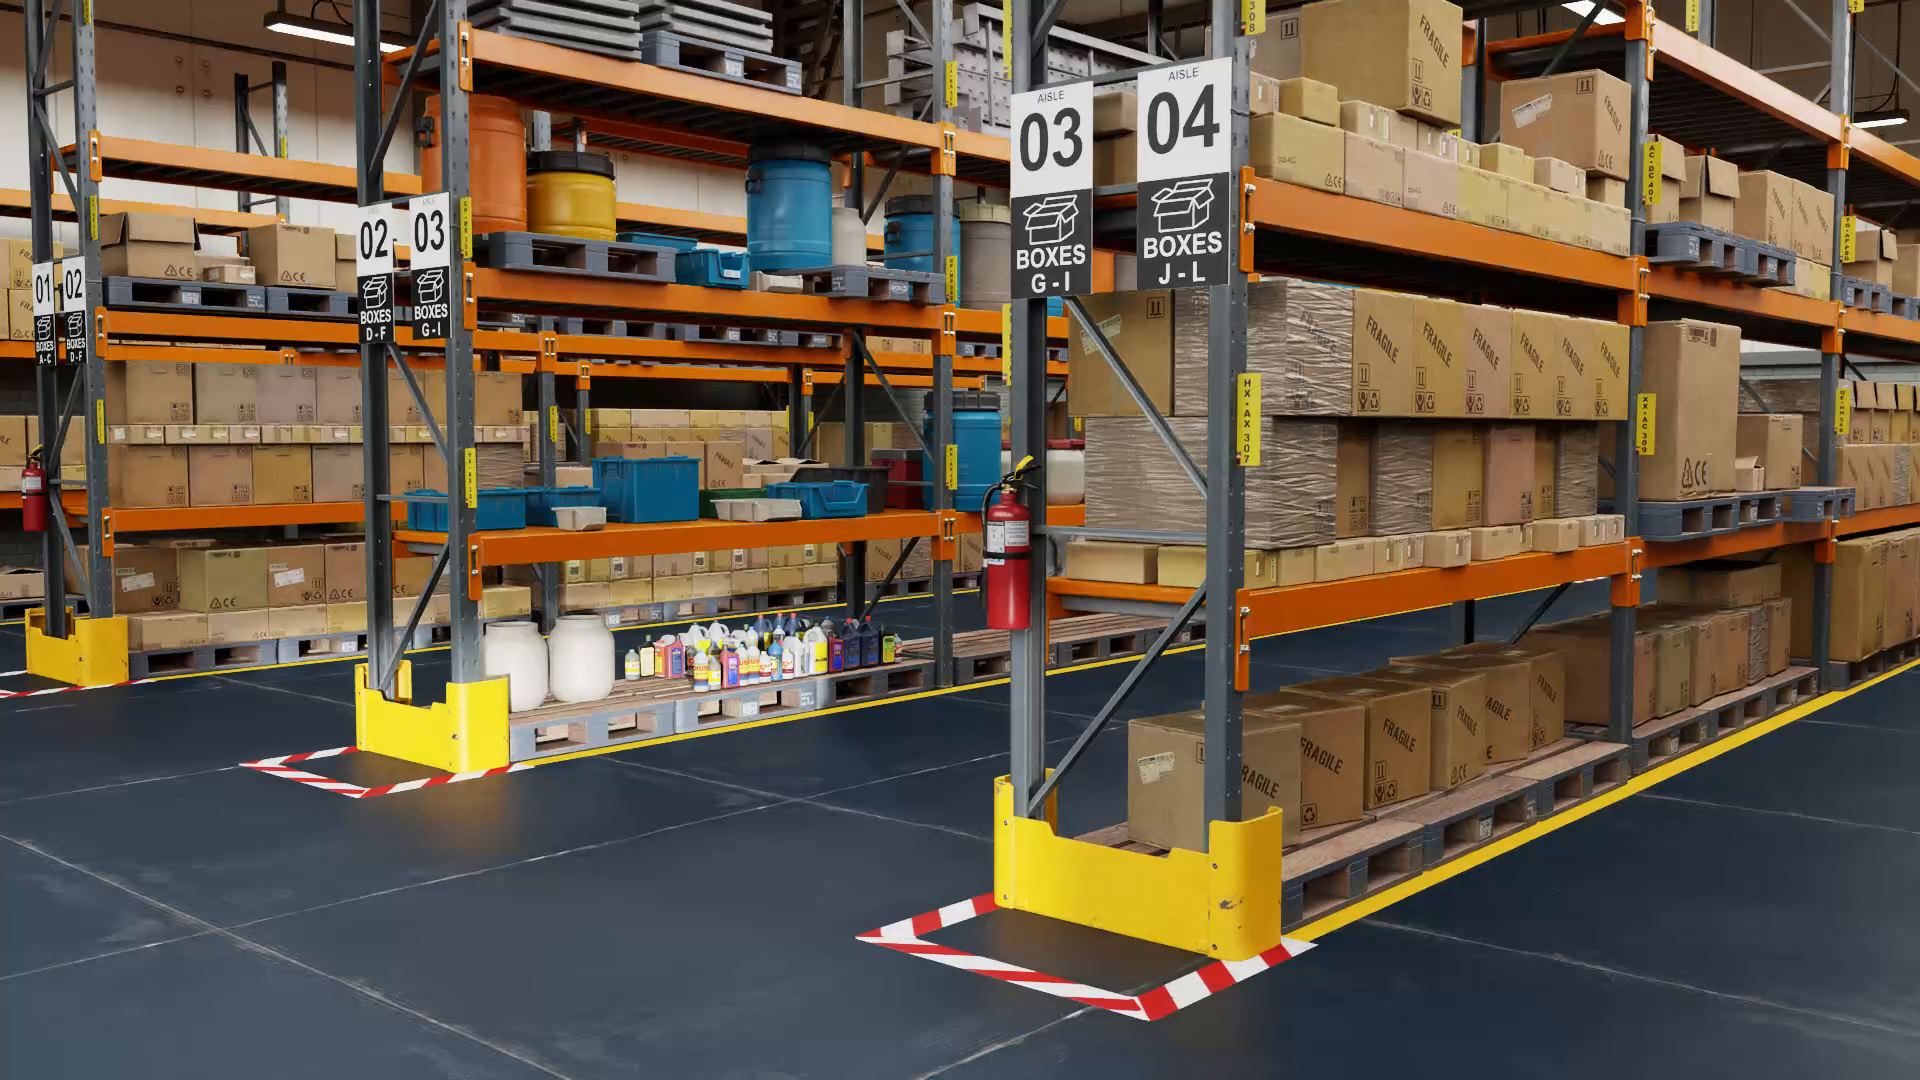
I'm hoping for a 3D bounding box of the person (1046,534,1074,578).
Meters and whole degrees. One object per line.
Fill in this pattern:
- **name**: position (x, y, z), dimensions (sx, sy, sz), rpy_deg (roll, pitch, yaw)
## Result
- **person**: position (1.011, -0.050, 17.451), dimensions (0.479, 1.655, 0.352), rpy_deg (3, 5, 42)
